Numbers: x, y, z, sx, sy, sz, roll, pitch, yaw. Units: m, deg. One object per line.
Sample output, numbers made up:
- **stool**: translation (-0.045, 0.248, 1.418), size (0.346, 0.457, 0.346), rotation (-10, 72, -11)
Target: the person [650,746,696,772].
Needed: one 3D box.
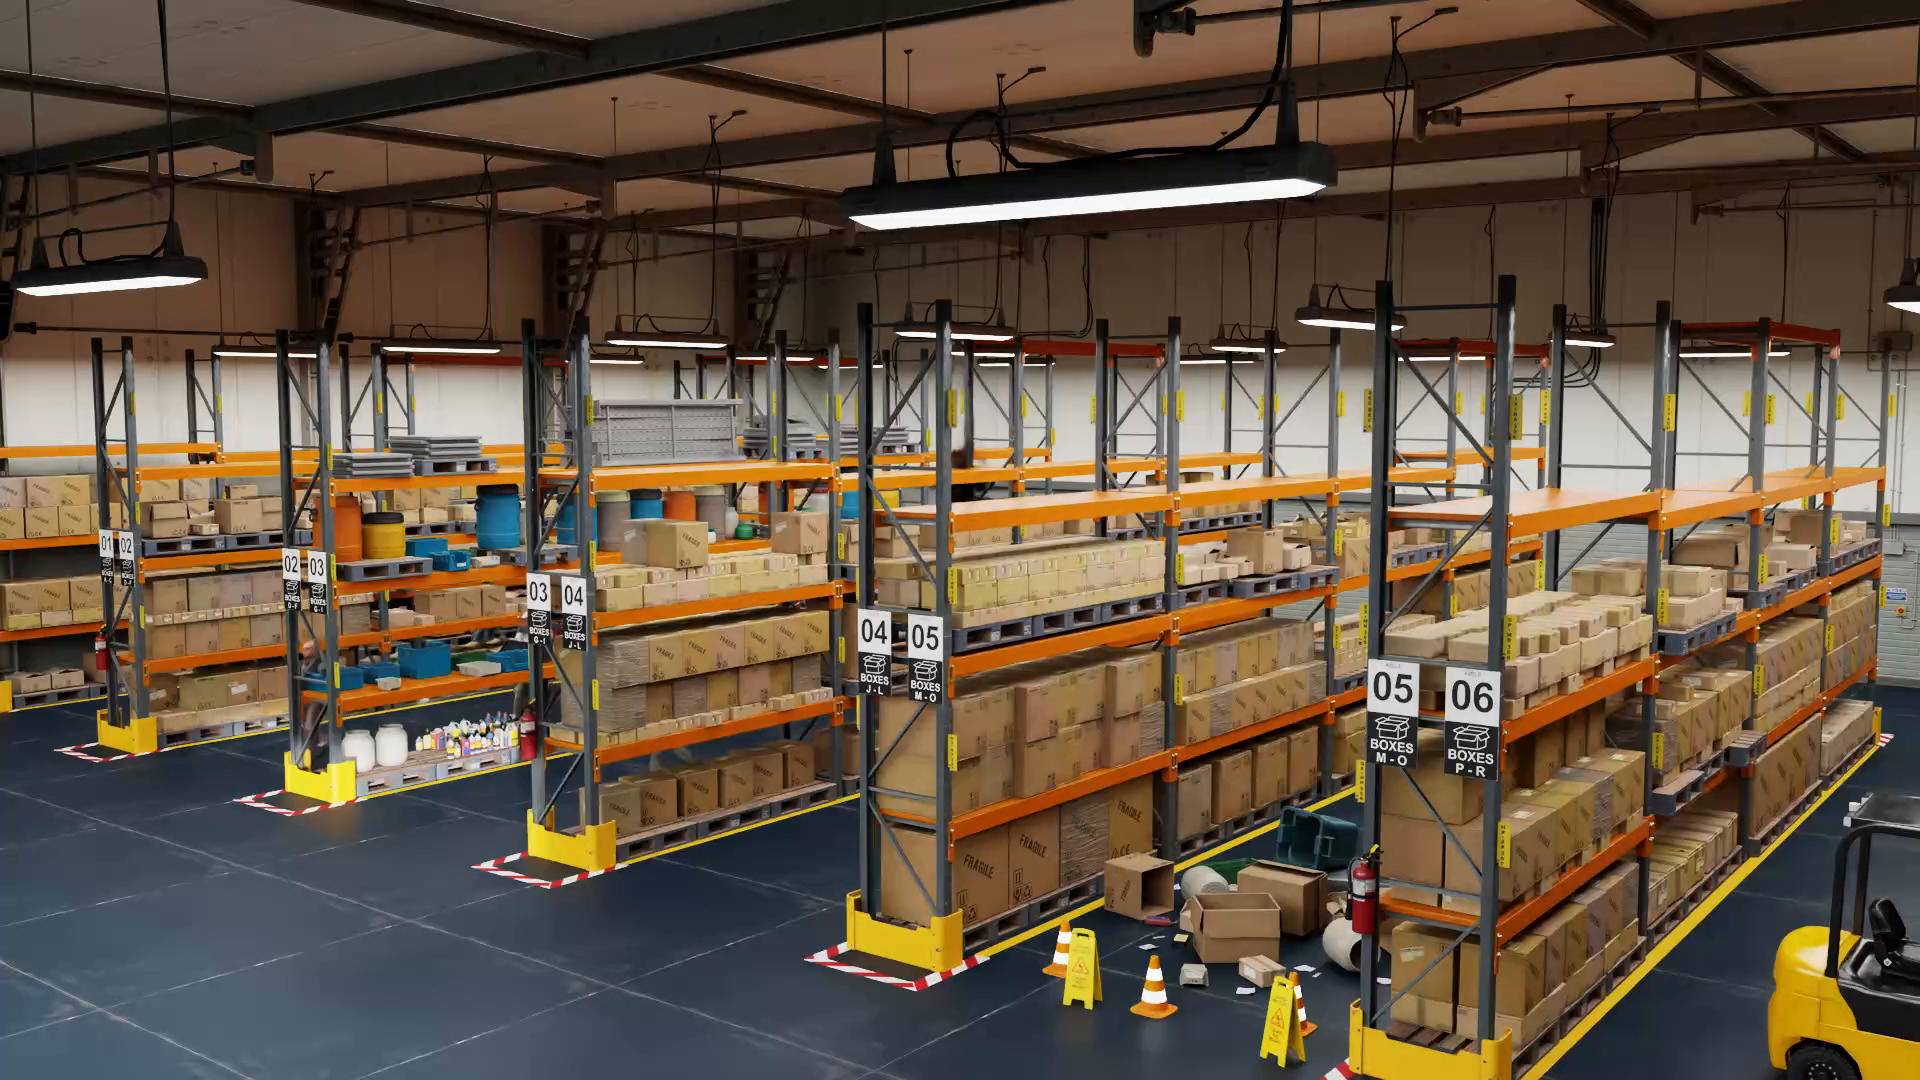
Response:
- **person**: translation (-3.798, 2.409, 21.724), size (0.604, 1.704, 0.915), rotation (3, 6, 35)

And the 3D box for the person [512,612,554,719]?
- **person**: translation (-6.862, 2.012, 26.481), size (0.638, 1.764, 1.046), rotation (4, 6, 39)

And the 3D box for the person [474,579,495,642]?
- **person**: translation (-8.984, 1.551, 31.652), size (0.700, 1.758, 0.872), rotation (3, 6, 30)

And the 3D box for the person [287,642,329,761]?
- **person**: translation (-9.029, 2.272, 23.117), size (0.651, 1.716, 0.957), rotation (1, 5, 15)
